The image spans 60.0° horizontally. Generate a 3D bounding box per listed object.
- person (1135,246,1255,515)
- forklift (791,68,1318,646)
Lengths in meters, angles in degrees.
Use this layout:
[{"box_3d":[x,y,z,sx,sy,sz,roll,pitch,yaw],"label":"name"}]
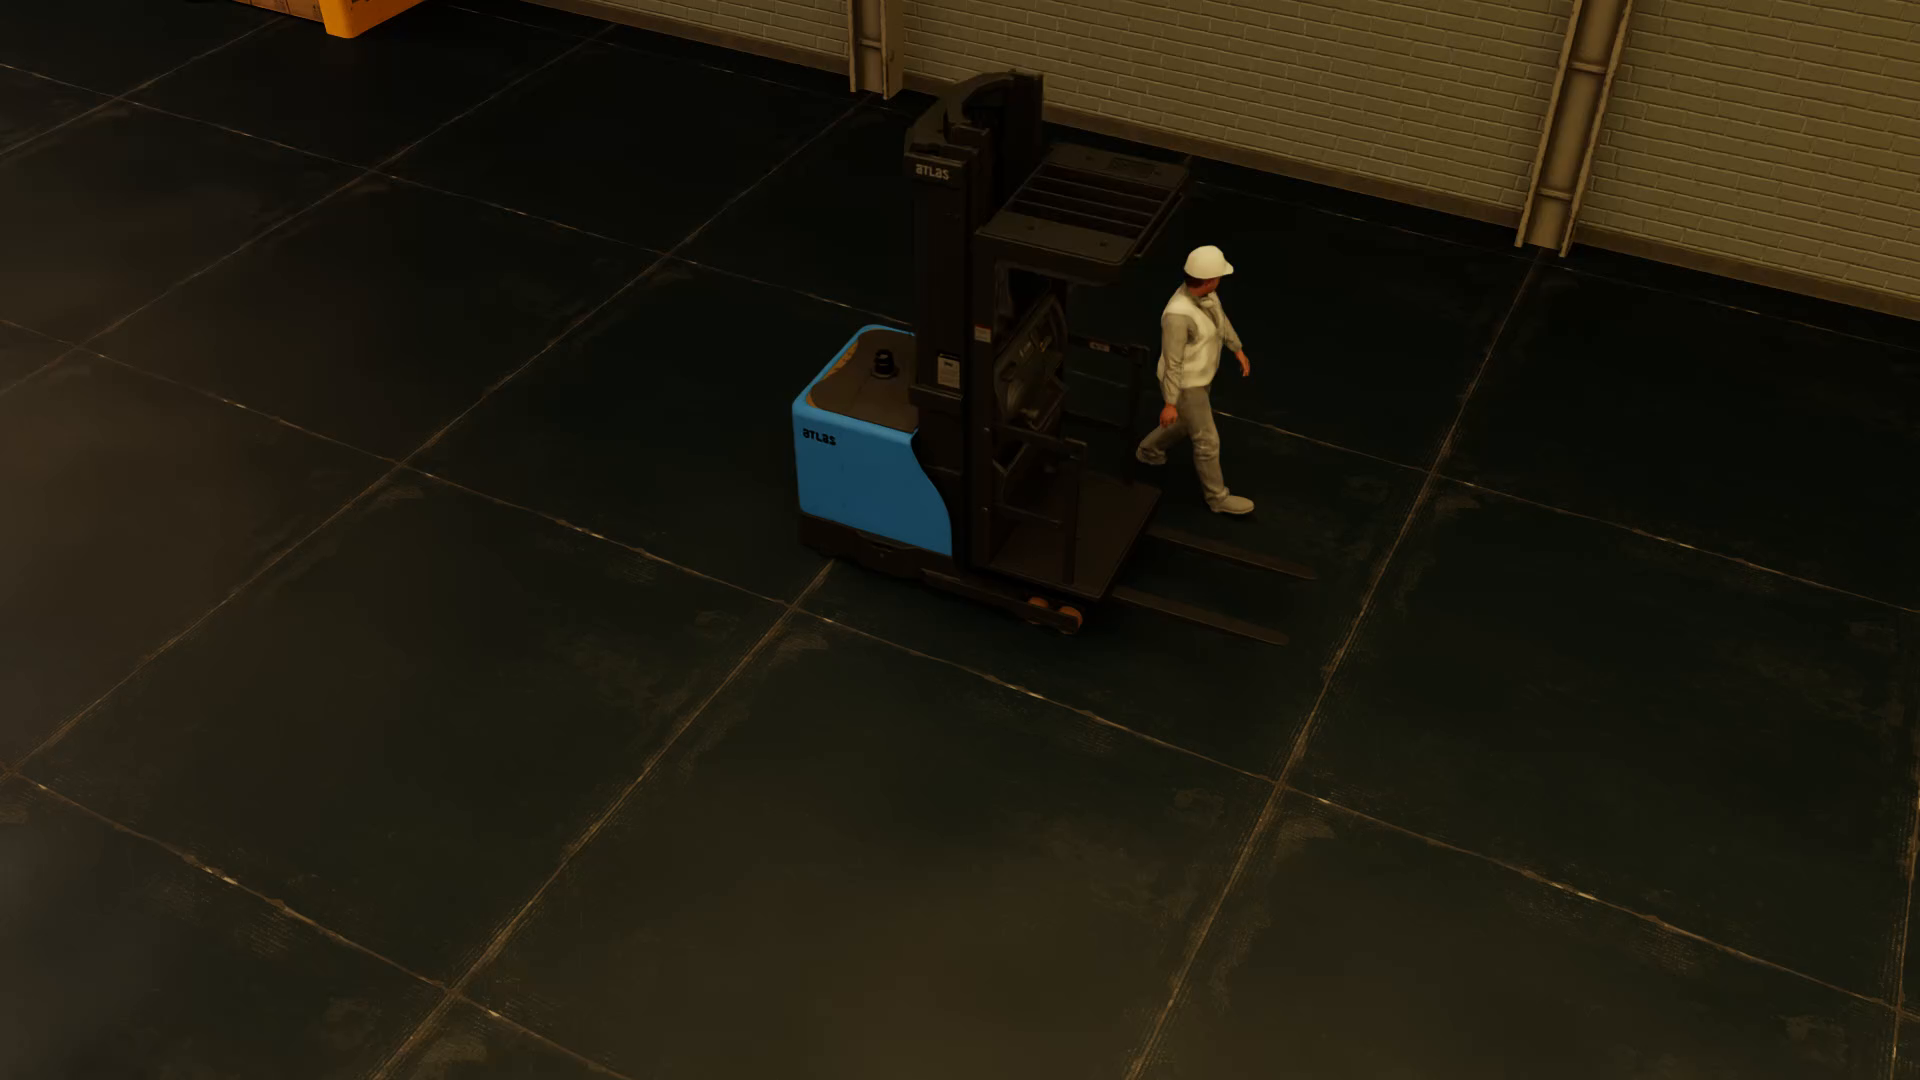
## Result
[{"box_3d":[1.491,-0.949,10.128,0.880,1.780,0.729,16,43,18],"label":"person"},{"box_3d":[0.574,-0.966,9.133,3.031,2.935,1.130,16,43,18],"label":"forklift"}]
